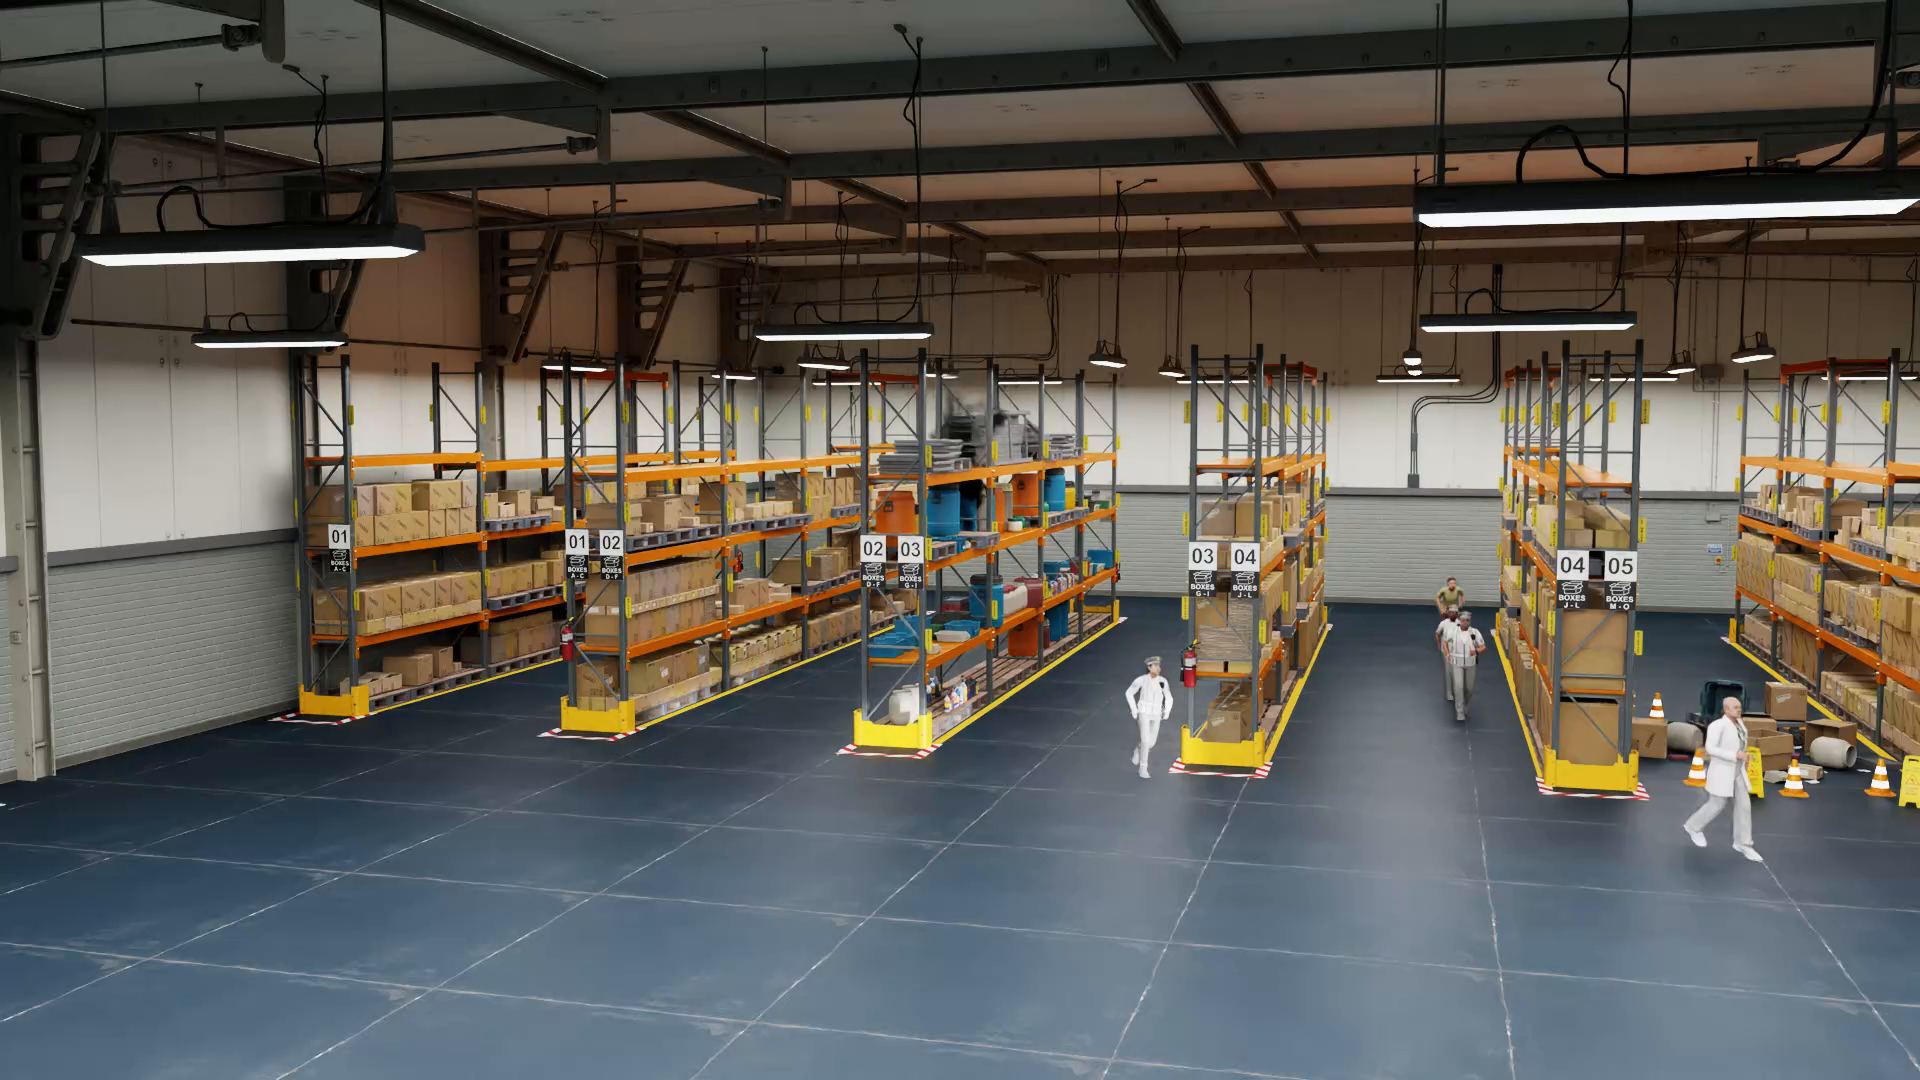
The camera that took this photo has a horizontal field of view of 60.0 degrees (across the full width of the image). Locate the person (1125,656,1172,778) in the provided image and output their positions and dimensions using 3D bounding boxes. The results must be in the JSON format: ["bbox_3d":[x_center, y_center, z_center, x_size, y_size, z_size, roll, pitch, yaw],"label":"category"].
[{"bbox_3d":[2.647,2.446,23.271,0.664,1.665,0.639,-1,4,-13],"label":"person"}]

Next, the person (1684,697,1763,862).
[{"bbox_3d":[8.743,2.687,18.989,0.735,1.823,0.932,-2,5,-27],"label":"person"}]

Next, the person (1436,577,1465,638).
[{"bbox_3d":[10.416,1.579,35.428,0.588,1.614,0.912,0,4,4],"label":"person"}]

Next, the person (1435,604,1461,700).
[{"bbox_3d":[8.695,1.963,29.389,0.588,1.667,0.774,1,4,14],"label":"person"}]

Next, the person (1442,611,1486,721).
[{"bbox_3d":[8.324,2.046,27.462,0.678,1.768,0.868,1,4,10],"label":"person"}]
